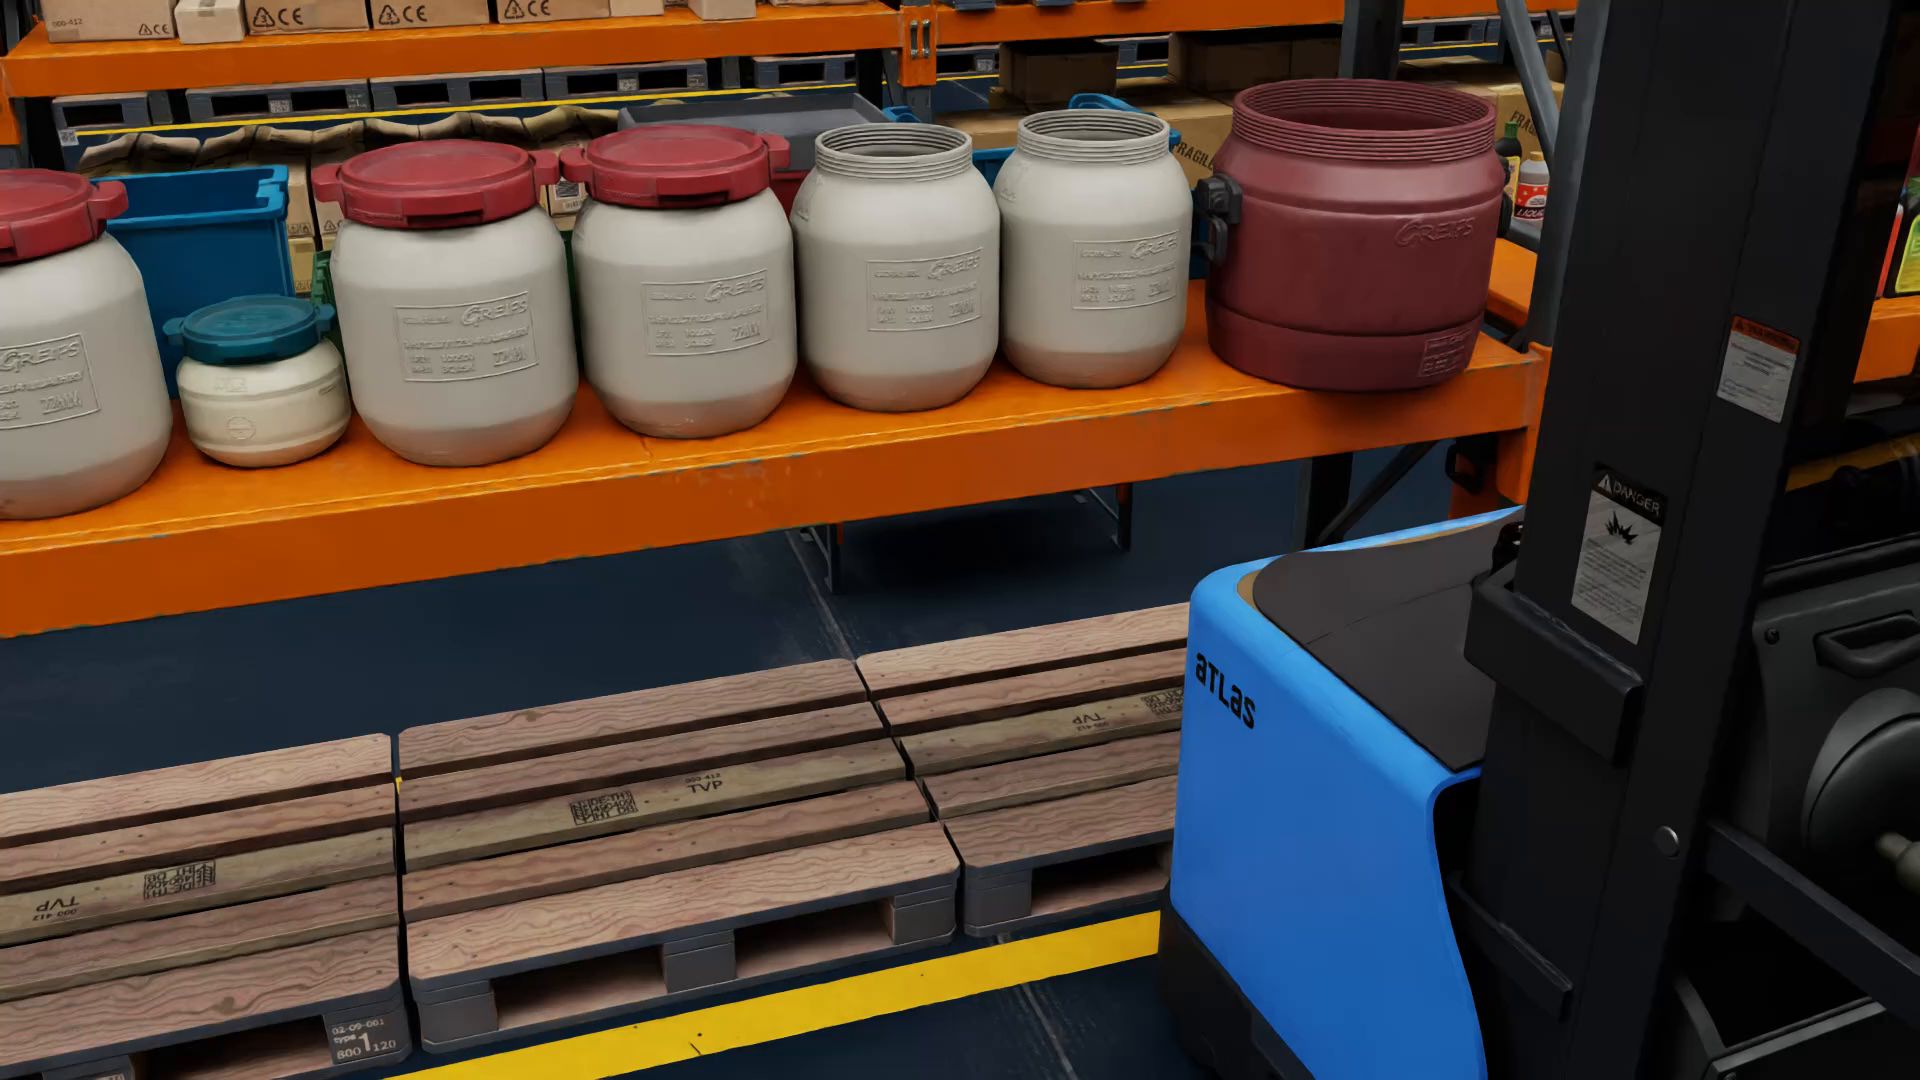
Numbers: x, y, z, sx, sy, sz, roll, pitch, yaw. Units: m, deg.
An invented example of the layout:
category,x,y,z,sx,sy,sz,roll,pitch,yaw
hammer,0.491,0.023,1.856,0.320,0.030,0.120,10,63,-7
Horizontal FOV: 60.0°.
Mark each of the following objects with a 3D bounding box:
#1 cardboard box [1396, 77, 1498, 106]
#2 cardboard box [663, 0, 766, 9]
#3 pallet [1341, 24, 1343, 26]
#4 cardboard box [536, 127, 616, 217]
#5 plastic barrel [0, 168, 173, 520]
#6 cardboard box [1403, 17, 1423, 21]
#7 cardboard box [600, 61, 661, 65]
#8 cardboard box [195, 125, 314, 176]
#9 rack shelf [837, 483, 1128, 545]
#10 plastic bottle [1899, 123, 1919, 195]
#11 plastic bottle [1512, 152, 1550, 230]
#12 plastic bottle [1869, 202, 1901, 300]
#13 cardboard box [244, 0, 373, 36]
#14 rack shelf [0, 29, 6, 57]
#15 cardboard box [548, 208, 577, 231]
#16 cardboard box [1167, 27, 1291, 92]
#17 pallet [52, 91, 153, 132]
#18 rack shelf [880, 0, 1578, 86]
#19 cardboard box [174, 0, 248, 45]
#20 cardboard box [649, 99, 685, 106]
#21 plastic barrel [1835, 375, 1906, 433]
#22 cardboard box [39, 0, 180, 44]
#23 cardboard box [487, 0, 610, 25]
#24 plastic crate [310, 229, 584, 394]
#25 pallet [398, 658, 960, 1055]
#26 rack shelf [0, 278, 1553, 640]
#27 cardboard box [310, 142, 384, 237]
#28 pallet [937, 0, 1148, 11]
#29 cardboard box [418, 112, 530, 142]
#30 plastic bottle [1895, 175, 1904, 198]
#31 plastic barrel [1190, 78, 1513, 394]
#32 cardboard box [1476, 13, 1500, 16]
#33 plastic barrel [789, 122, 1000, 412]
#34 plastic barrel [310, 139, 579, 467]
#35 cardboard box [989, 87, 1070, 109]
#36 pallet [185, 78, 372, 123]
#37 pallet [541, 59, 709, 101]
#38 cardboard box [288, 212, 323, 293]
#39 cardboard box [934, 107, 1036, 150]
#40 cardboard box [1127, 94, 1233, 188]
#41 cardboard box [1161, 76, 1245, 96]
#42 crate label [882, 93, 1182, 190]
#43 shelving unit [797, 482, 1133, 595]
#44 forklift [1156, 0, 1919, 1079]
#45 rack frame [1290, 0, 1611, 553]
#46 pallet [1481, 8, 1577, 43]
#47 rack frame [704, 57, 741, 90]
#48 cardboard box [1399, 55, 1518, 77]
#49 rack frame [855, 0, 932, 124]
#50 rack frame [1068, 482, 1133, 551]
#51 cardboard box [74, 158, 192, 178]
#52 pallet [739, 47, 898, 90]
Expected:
category,x,y,z,sx,sy,sz,roll,pitch,yaw
cardboard box,2.603,-2.264,9.253,0.500,0.500,0.500,-8,28,-16
cardboard box,-1.258,-2.808,8.133,0.500,0.311,0.500,-9,28,-17
pallet,2.666,-4.357,14.288,1.213,0.211,1.003,-8,28,-16
cardboard box,-1.742,-1.778,7.948,0.500,0.311,0.500,-8,28,-16
plastic barrel,-1.643,-0.344,2.916,0.433,0.535,0.433,0,26,0
cardboard box,3.629,-4.800,14.384,0.500,0.500,0.700,-8,27,-15
cardboard box,-2.553,-3.940,12.629,0.500,0.500,0.700,-8,27,-15
cardboard box,-3.362,-1.798,7.987,0.500,0.311,0.500,-7,27,-15
rack shelf,0.006,-0.286,5.610,1.000,0.278,0.538,-8,28,-16
plastic bottle,2.743,-1.100,4.724,0.133,0.283,0.061,-8,28,-16
plastic bottle,1.551,-0.950,4.513,0.097,0.201,0.097,0,26,0
plastic bottle,2.134,-0.726,3.978,0.135,0.276,0.152,-8,28,-16
cardboard box,-2.915,-2.555,7.410,0.500,0.500,0.500,-6,27,-12
rack shelf,-6.053,-1.741,6.692,4.000,0.370,1.077,-8,28,-16
cardboard box,-1.740,-1.530,8.078,0.500,0.250,0.500,-8,27,-15
cardboard box,1.493,-2.683,9.254,0.500,0.250,0.500,-9,28,-17
pallet,-6.316,-3.076,11.709,1.213,0.211,1.003,-8,28,-16
rack shelf,1.554,-2.843,8.912,4.000,0.370,1.077,-8,28,-16
cardboard box,-3.245,-2.262,7.215,0.250,0.149,0.380,-8,28,-16
cardboard box,-1.433,-2.073,8.542,0.500,0.311,0.500,-9,28,-17
plastic barrel,2.717,-0.133,4.883,0.708,0.588,0.600,-8,28,-16
cardboard box,-3.696,-2.358,7.294,0.500,0.250,0.500,-7,27,-13
cardboard box,-1.938,-2.696,7.695,0.500,0.500,0.500,-10,28,-19
plastic crate,-1.052,-0.508,3.638,0.662,0.188,0.450,-8,28,-16
pallet,-0.724,0.711,4.080,1.213,0.211,1.003,-8,28,-16
rack shelf,-0.719,-0.197,3.582,4.000,0.370,1.077,-8,28,-16
cardboard box,-2.711,-1.636,7.662,0.500,0.311,0.500,-9,28,-18
pallet,0.275,-2.926,8.487,1.003,0.211,1.213,-8,28,-16
cardboard box,-2.408,-1.933,8.259,0.500,0.311,0.500,-9,28,-17
plastic bottle,2.234,-0.754,4.039,0.097,0.271,0.097,0,26,0
plastic barrel,0.835,-0.663,3.560,0.708,0.536,0.600,-8,28,-16
cardboard box,4.611,-4.946,14.678,0.500,0.500,0.700,-8,28,-16
plastic barrel,-0.130,-0.555,3.368,0.421,0.512,0.421,0,26,0
plastic barrel,-0.945,-0.445,3.120,0.433,0.535,0.433,0,26,0
cardboard box,0.469,-2.195,9.114,0.500,0.500,0.500,-7,27,-14
pallet,-4.949,-3.291,12.142,1.213,0.211,1.003,-8,28,-16
pallet,-2.629,-3.627,12.819,1.213,0.211,1.003,-8,28,-16
cardboard box,-3.204,-1.316,7.647,0.500,0.250,0.500,-8,27,-15
cardboard box,0.174,-1.909,8.538,0.500,0.500,0.500,-7,27,-14
cardboard box,1.148,-2.050,8.823,0.500,0.500,0.500,-9,28,-17
cardboard box,1.458,-2.341,9.408,0.500,0.500,0.500,-9,28,-18
crate label,0.154,-0.788,3.924,0.616,0.435,0.502,-8,28,-16
shelving unit,0.006,-0.505,5.502,1.048,1.125,0.538,-8,28,-16
forklift,1.468,0.229,1.992,1.130,2.935,3.031,-11,28,-20
rack frame,1.183,-0.795,3.977,0.127,3.000,1.000,-8,28,-16
pallet,4.986,-4.693,14.965,1.213,0.211,1.003,-8,28,-16
rack frame,-1.885,-4.983,12.415,0.127,3.000,1.000,-8,28,-16
cardboard box,2.920,-2.554,9.838,0.500,0.500,0.500,-10,28,-18
rack frame,-0.347,-2.889,8.197,0.127,3.000,1.000,-8,28,-16
rack frame,0.490,-0.575,5.643,0.032,1.125,0.500,-8,28,-16
cardboard box,-3.681,-1.498,7.383,0.500,0.311,0.500,-8,28,-16
pallet,-1.112,-3.811,13.189,1.213,0.211,1.003,-8,28,-16
